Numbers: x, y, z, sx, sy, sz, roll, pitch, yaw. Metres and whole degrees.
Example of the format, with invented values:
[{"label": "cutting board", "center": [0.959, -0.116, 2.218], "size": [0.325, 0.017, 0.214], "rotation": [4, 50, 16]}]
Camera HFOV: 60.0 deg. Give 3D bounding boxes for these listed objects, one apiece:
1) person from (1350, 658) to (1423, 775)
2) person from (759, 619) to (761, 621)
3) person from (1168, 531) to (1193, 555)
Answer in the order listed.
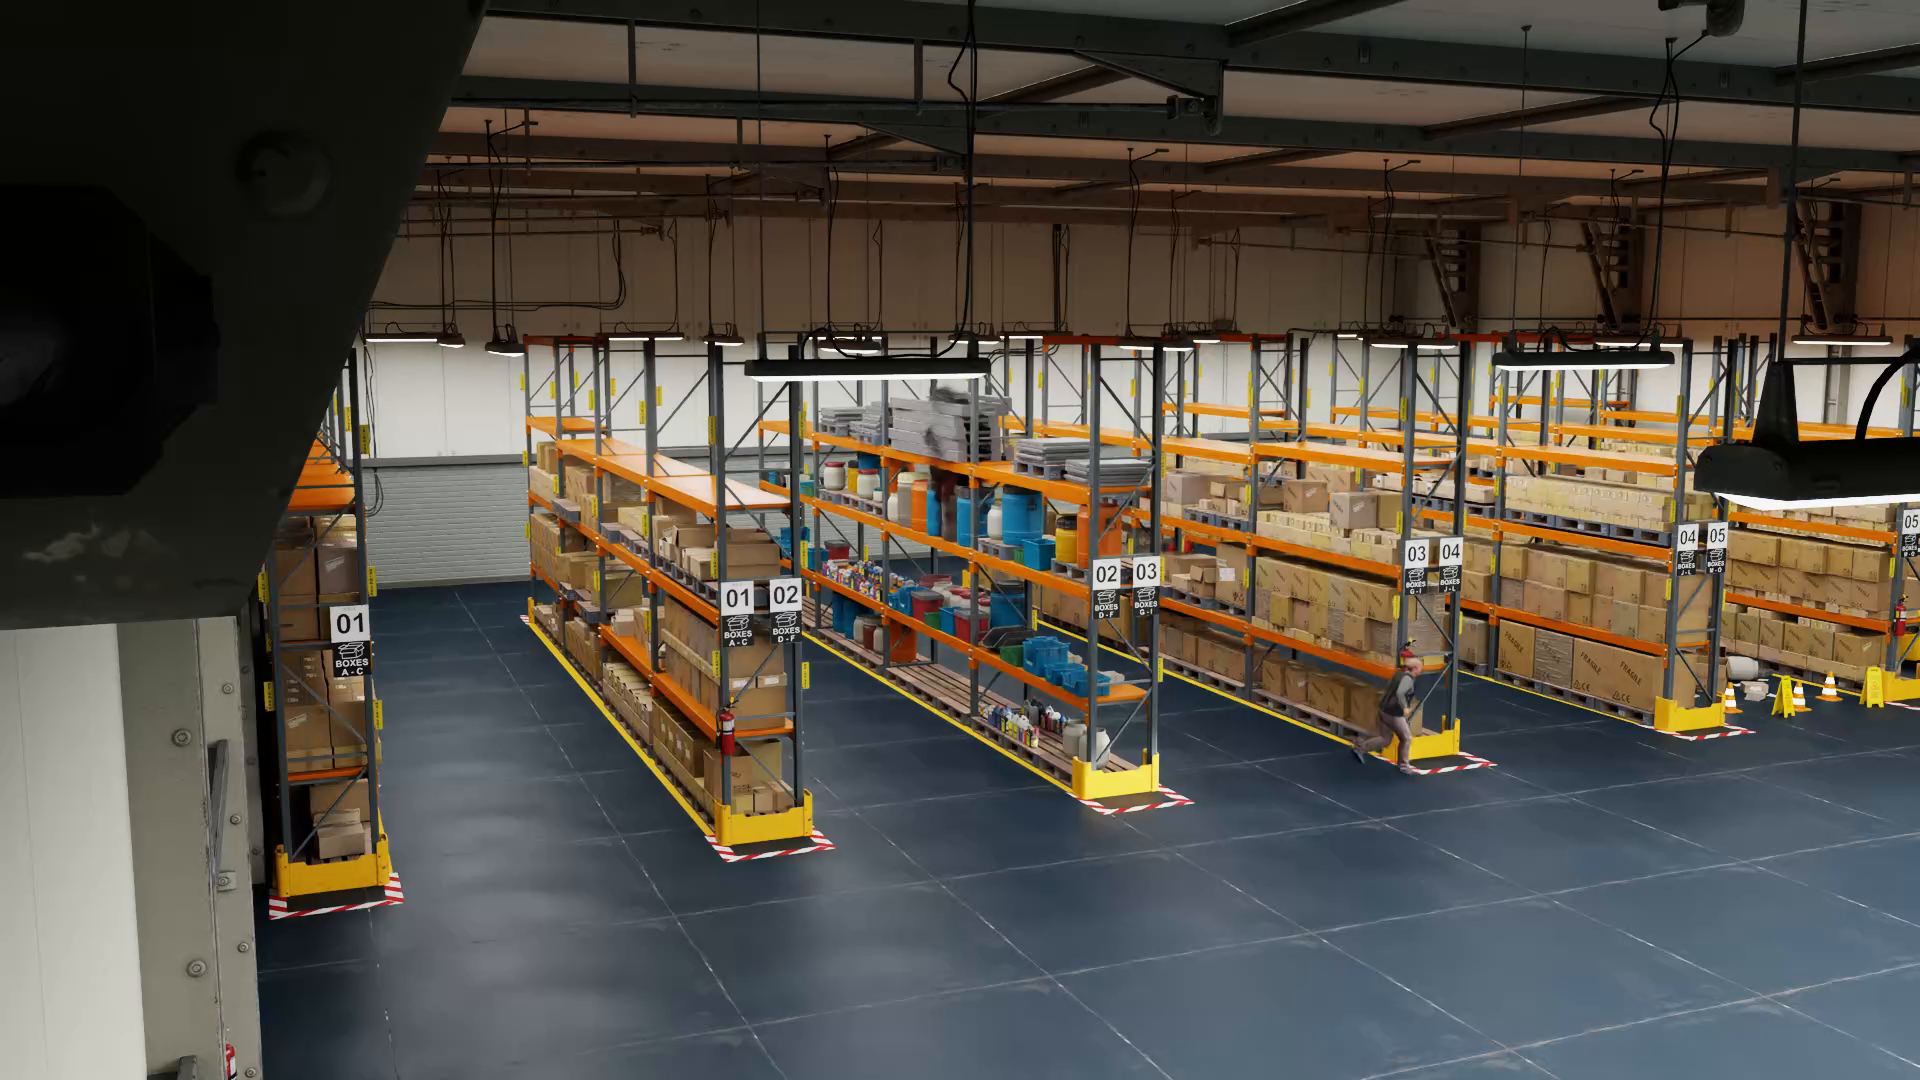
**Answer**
[{"label": "person", "center": [5.926, 2.473, 23.096], "size": [0.962, 1.679, 0.677], "rotation": [0, 8, 2]}, {"label": "person", "center": [-3.626, 1.477, 28.532], "size": [0.570, 1.620, 0.532], "rotation": [-4, 9, -29]}, {"label": "person", "center": [4.903, 0.619, 36.910], "size": [0.702, 1.686, 0.707], "rotation": [-3, 8, -22]}]
